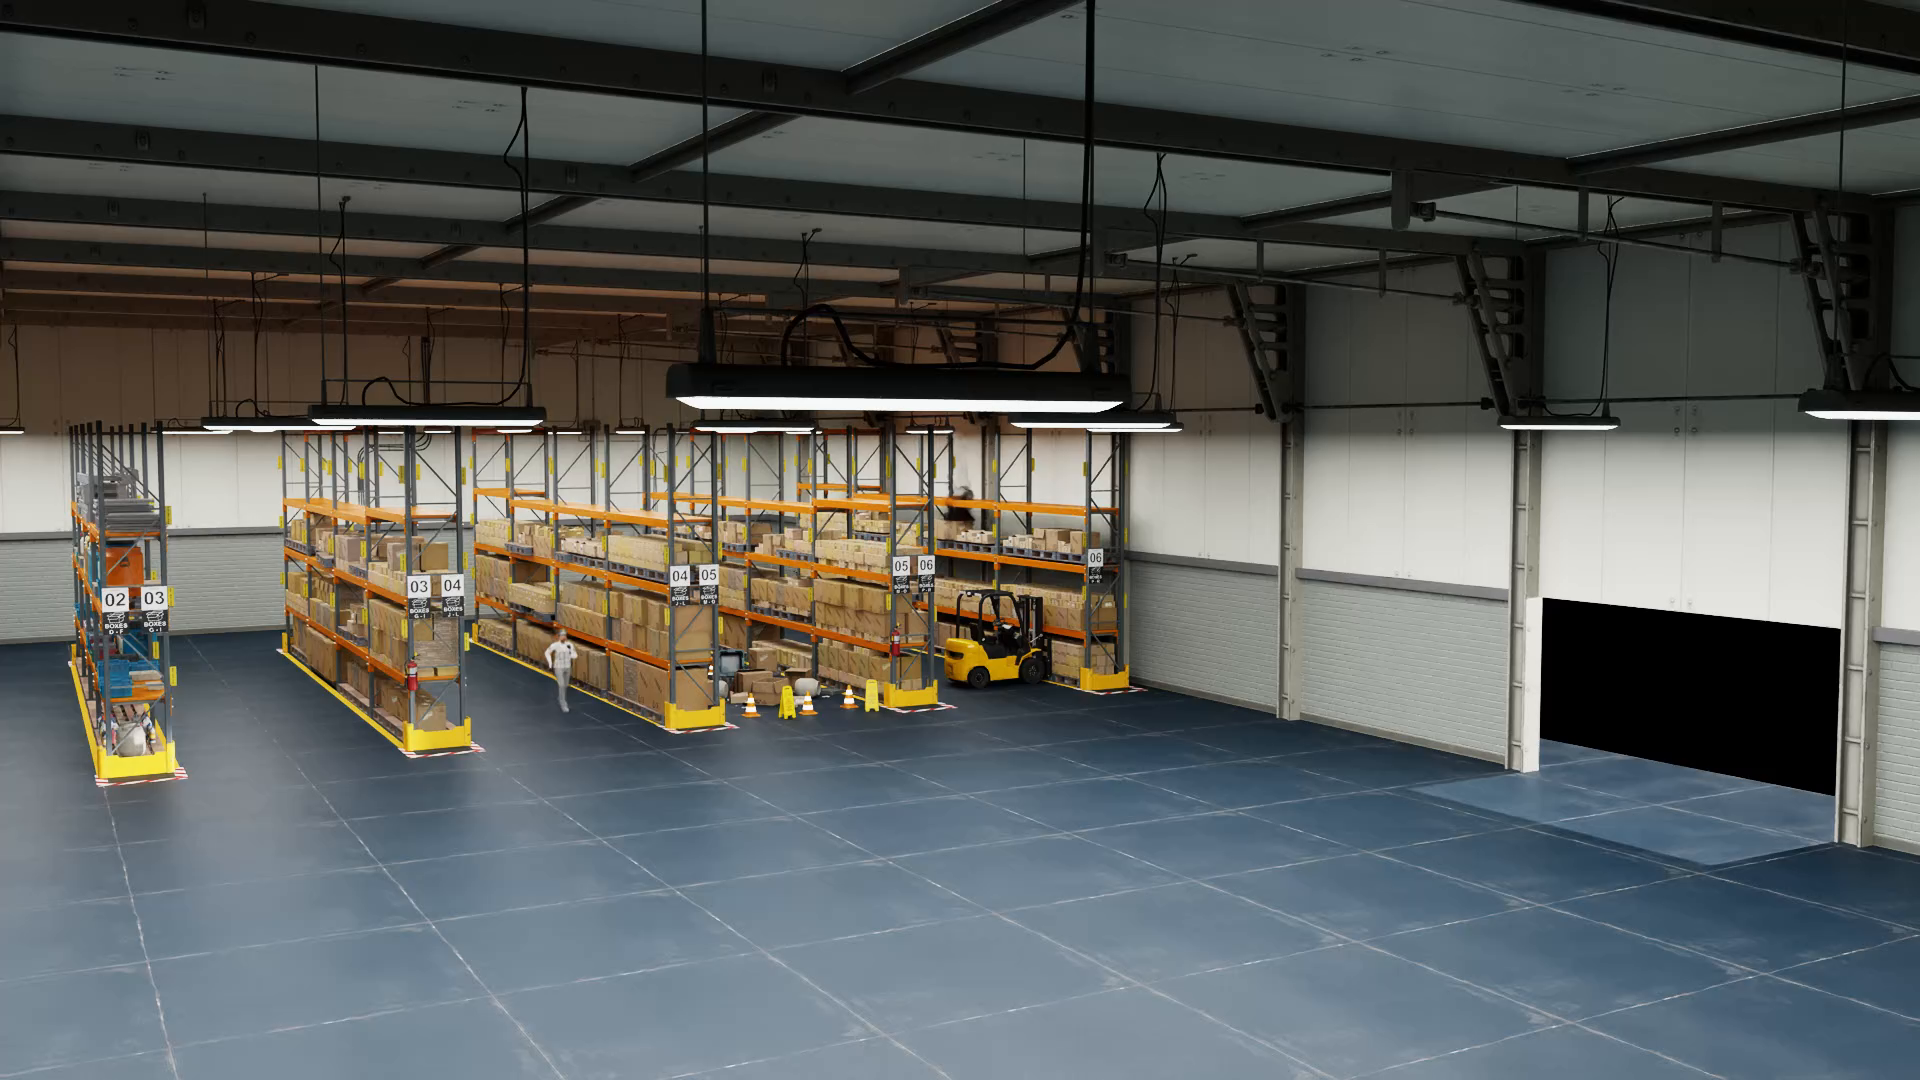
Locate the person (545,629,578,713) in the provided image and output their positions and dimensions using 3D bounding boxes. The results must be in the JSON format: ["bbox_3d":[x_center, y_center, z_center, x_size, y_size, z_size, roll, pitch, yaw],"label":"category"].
[{"bbox_3d":[-8.314,2.703,34.819,0.604,1.704,0.884,-2,4,-33],"label":"person"}]
